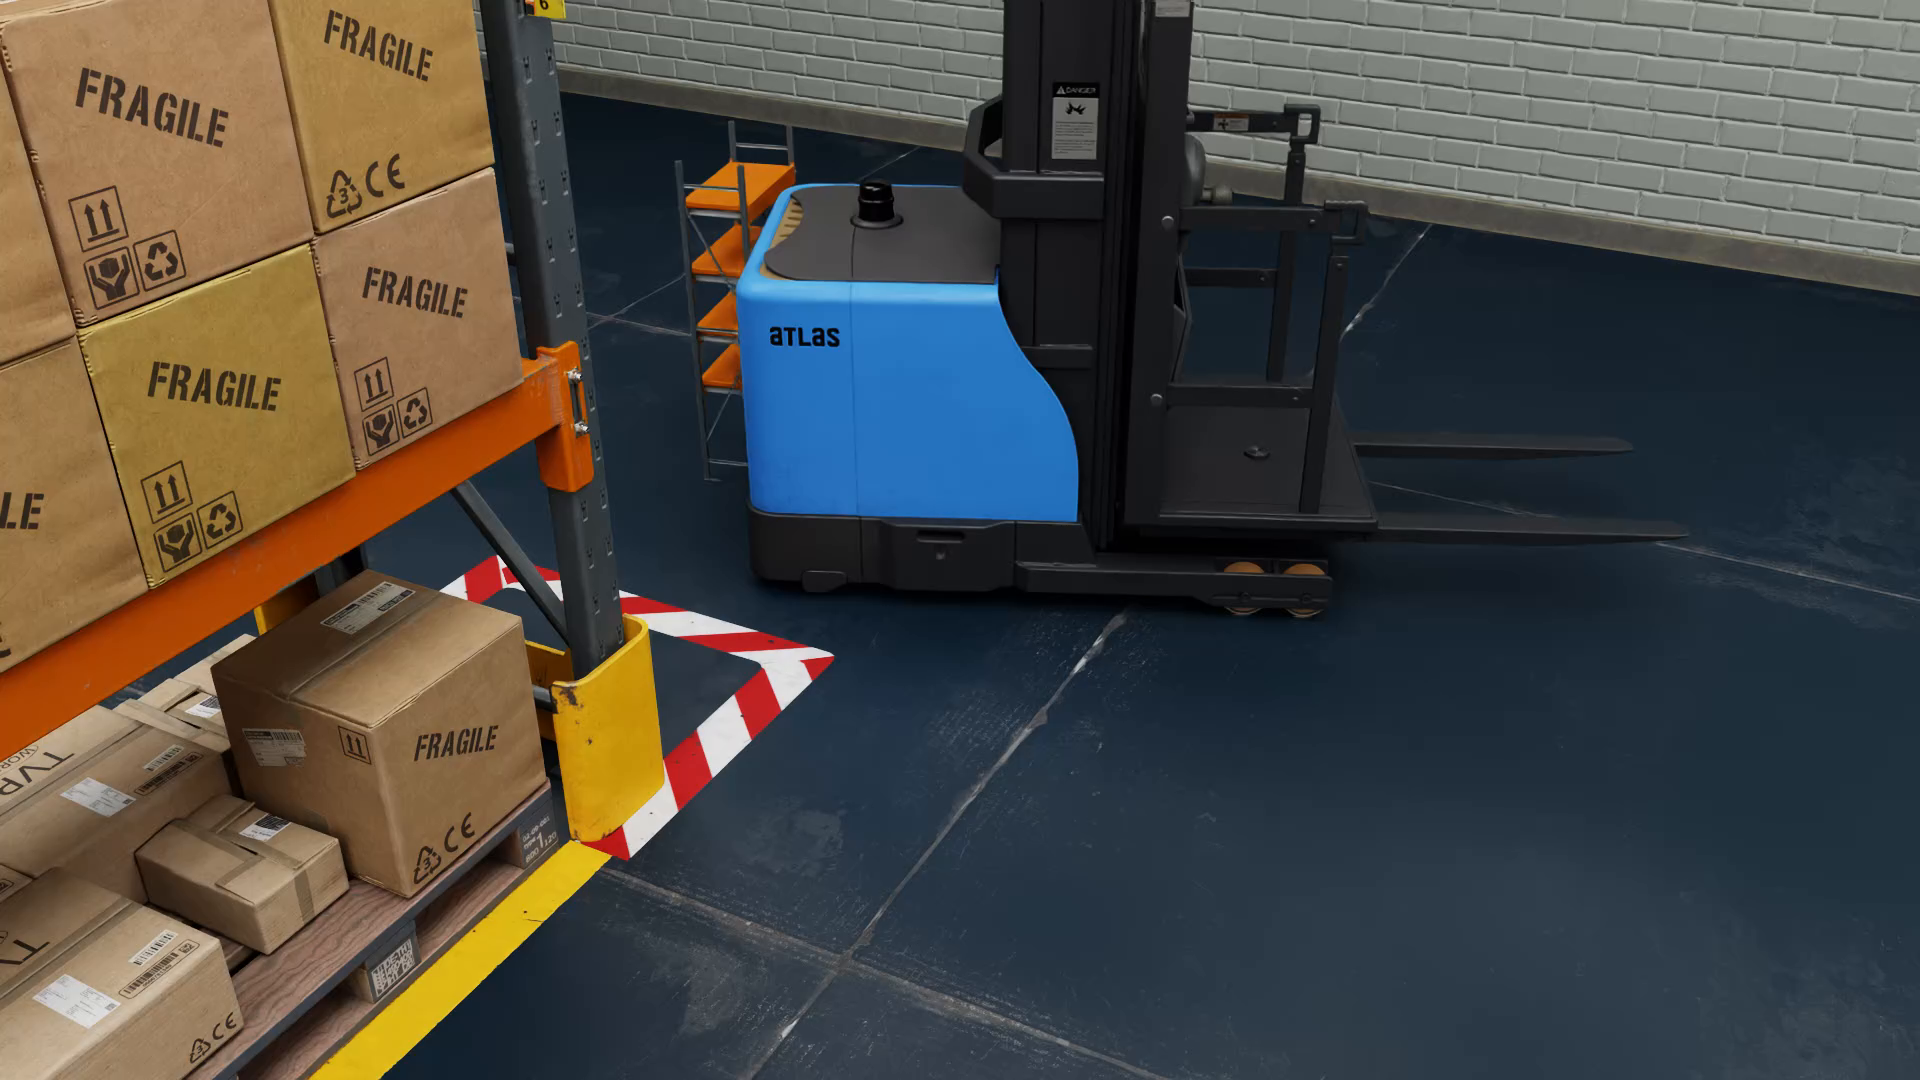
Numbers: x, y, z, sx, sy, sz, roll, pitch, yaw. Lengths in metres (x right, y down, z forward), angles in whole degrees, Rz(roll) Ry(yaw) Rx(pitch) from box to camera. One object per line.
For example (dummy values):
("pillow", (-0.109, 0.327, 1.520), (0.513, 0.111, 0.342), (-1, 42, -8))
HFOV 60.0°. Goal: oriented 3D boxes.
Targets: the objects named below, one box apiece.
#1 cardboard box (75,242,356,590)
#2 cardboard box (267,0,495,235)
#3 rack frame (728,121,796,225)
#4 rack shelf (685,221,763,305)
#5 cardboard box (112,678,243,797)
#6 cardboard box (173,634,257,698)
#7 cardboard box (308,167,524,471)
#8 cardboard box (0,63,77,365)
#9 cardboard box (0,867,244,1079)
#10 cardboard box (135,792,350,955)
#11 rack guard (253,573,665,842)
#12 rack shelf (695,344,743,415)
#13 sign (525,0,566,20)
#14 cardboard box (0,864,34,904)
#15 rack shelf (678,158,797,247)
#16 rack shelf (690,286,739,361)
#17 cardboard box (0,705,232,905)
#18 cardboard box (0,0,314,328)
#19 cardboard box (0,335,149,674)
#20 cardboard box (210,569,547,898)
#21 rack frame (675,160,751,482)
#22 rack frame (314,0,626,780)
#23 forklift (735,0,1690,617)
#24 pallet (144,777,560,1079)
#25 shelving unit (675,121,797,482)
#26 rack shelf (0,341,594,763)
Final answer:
("cardboard box", (-1.551, -0.290, 3.143), (0.500, 0.500, 0.500), (15, 33, 24))
("cardboard box", (-1.314, -0.955, 3.297), (0.500, 0.500, 0.500), (14, 33, 23))
("rack frame", (-0.707, -0.964, 6.221), (0.240, 1.200, 0.015), (7, 31, 12))
("rack shelf", (-0.768, -0.982, 5.938), (0.258, 0.148, 0.480), (7, 31, 12))
("cardboard box", (-1.966, 0.518, 4.239), (0.380, 0.166, 0.250), (14, 33, 23))
("cardboard box", (-1.853, 0.415, 4.436), (0.380, 0.149, 0.250), (14, 33, 23))
("cardboard box", (-1.318, -0.521, 3.545), (0.500, 0.500, 0.500), (15, 33, 25))
("cardboard box", (-1.775, -0.500, 2.505), (0.500, 0.500, 0.500), (15, 33, 25))
("cardboard box", (-1.844, 0.975, 3.360), (0.500, 0.250, 0.500), (14, 33, 23))
("cardboard box", (-1.649, 0.756, 3.825), (0.380, 0.166, 0.250), (14, 33, 23))
("rack guard", (-1.390, 0.379, 4.587), (1.175, 0.500, 0.348), (14, 33, 23))
("rack shelf", (-0.765, -0.615, 6.148), (0.258, 0.148, 0.480), (7, 31, 12))
("sign", (-0.871, -1.243, 3.422), (0.100, 0.325, 0.005), (14, 33, 23))
("cardboard box", (-2.312, 0.883, 3.519), (0.500, 0.250, 0.500), (14, 33, 23))
("rack shelf", (-0.770, -1.187, 5.821), (0.258, 0.148, 0.480), (7, 31, 12))
("rack shelf", (-0.767, -0.787, 6.050), (0.258, 0.148, 0.480), (7, 31, 12))
("cardboard box", (-2.084, 0.662, 3.905), (0.500, 0.250, 0.500), (14, 33, 23))
("cardboard box", (-1.543, -0.731, 2.907), (0.500, 0.500, 0.500), (15, 33, 25))
("cardboard box", (-1.783, -0.071, 2.760), (0.500, 0.500, 0.500), (15, 33, 24))
("cardboard box", (-1.384, 0.452, 4.019), (0.500, 0.500, 0.500), (14, 33, 23))
("rack frame", (-0.827, -0.728, 5.811), (0.240, 1.200, 0.015), (7, 31, 12))
("rack frame", (-1.356, -0.738, 4.023), (1.000, 3.000, 0.127), (14, 33, 23))
("forklift", (0.848, -1.300, 5.070), (3.031, 2.935, 1.130), (2, 30, 3))
("pallet", (-1.753, 0.859, 4.043), (1.003, 0.211, 1.213), (14, 33, 23))
("shelving unit", (-0.767, -0.846, 6.016), (0.258, 1.200, 0.503), (7, 31, 12))
("rack shelf", (-2.267, 0.460, 2.659), (1.077, 0.370, 4.000), (14, 33, 23))
